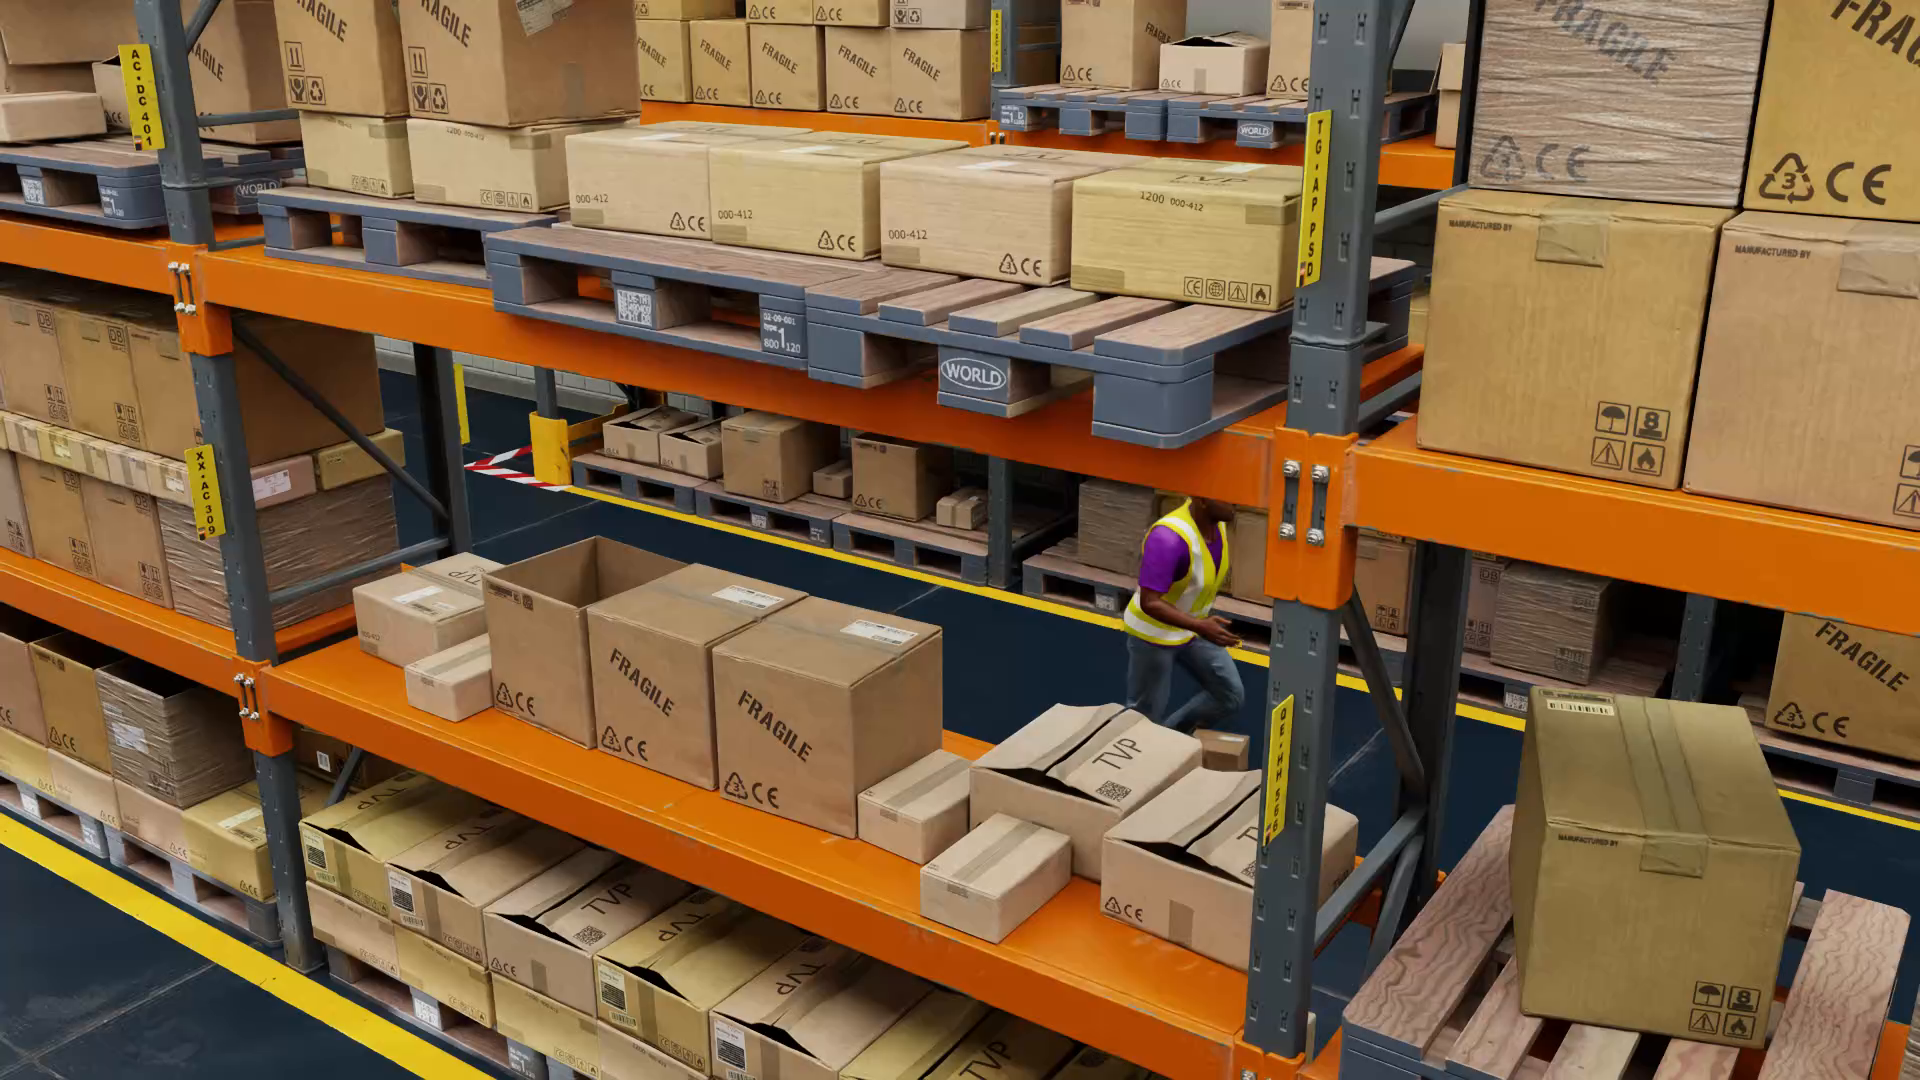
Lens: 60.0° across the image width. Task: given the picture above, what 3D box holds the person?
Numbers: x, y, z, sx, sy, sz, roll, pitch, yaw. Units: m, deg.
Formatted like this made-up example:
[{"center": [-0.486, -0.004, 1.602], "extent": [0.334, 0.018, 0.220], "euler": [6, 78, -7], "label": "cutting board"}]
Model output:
[{"center": [0.991, 0.413, 7.498], "extent": [0.789, 1.689, 0.704], "euler": [15, 25, 36], "label": "person"}]
